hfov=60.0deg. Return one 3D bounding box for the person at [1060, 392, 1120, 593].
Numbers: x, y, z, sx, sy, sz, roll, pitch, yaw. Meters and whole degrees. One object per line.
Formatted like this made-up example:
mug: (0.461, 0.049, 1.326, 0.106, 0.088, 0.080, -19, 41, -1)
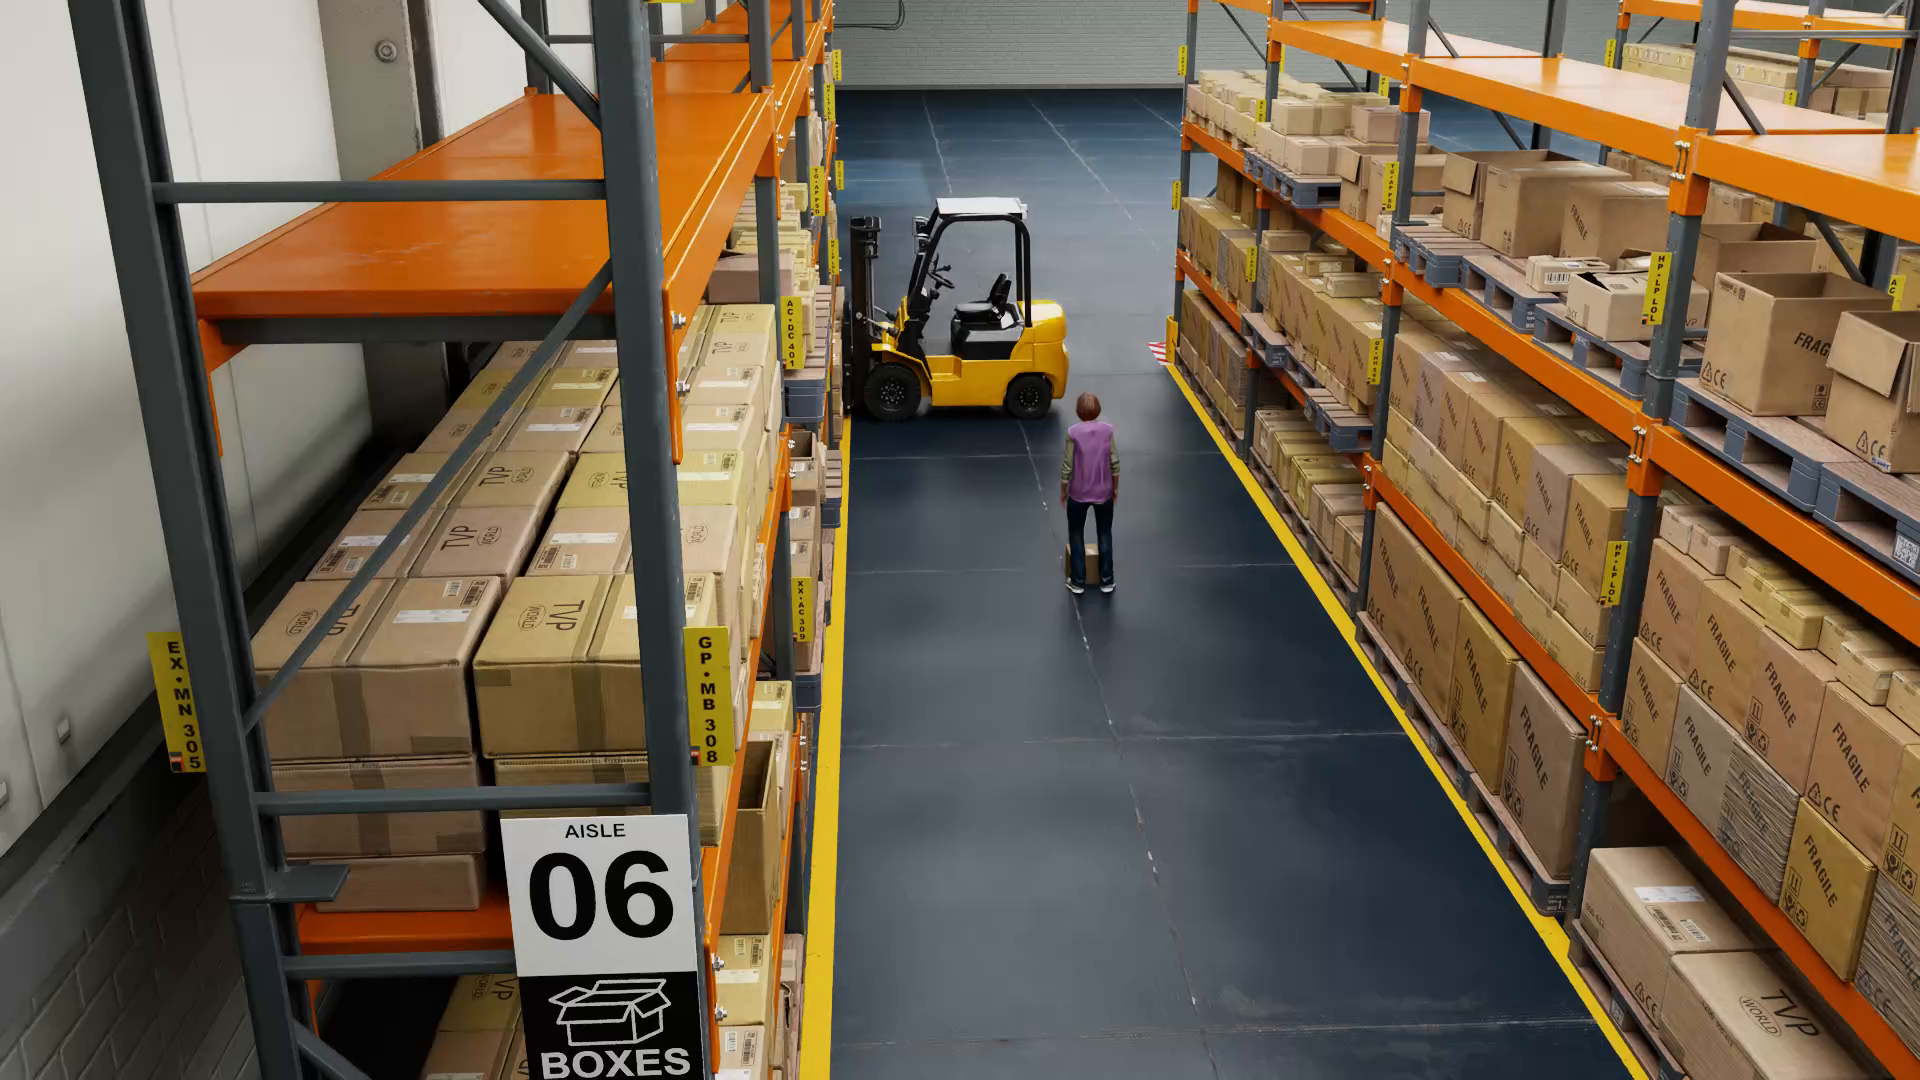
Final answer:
person: (1.005, -0.352, 12.824, 0.480, 1.591, 0.347, -2, 21, -6)
